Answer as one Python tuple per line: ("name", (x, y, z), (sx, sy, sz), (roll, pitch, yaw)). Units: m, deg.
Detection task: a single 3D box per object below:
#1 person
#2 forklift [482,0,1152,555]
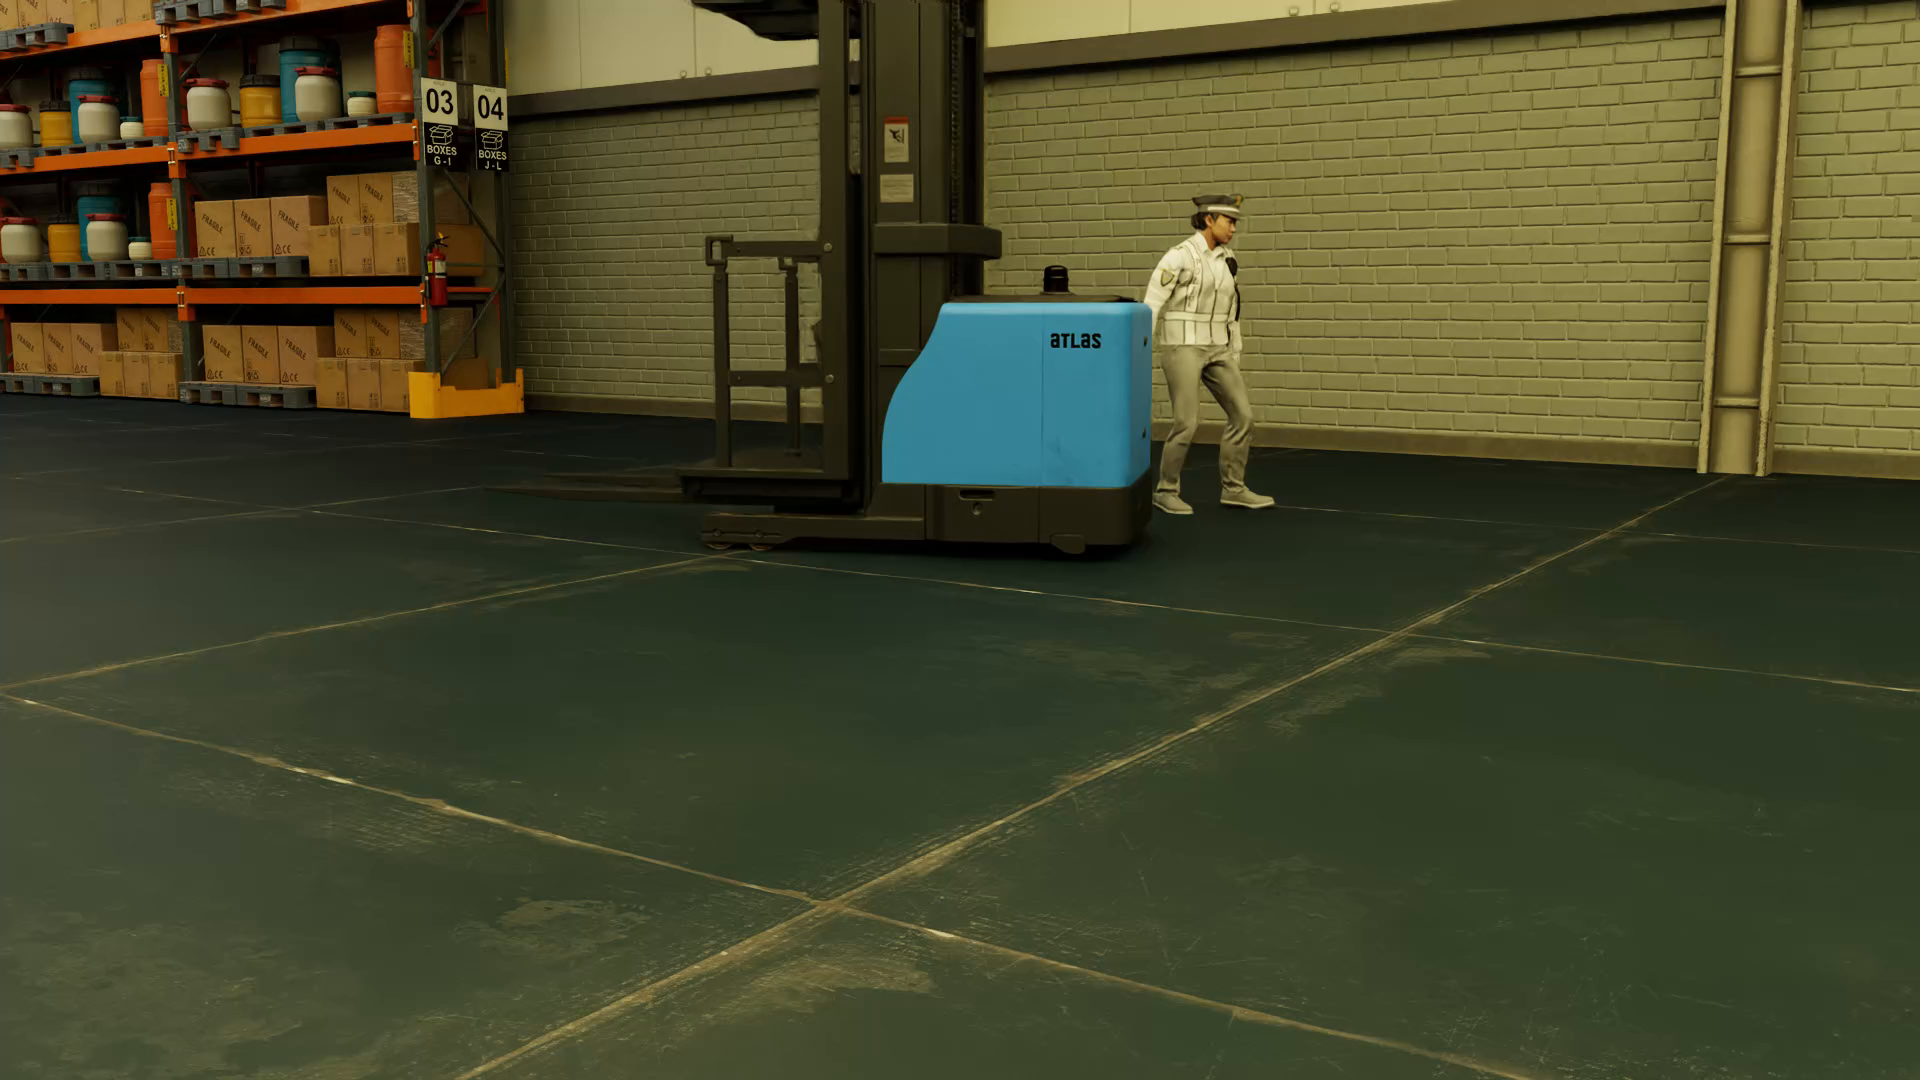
("person", (1.257, -0.955, 8.578), (0.791, 1.638, 0.396), (-5, 10, -33))
("forklift", (-0.668, -1.471, 7.540), (3.031, 2.935, 1.130), (2, 8, 12))
